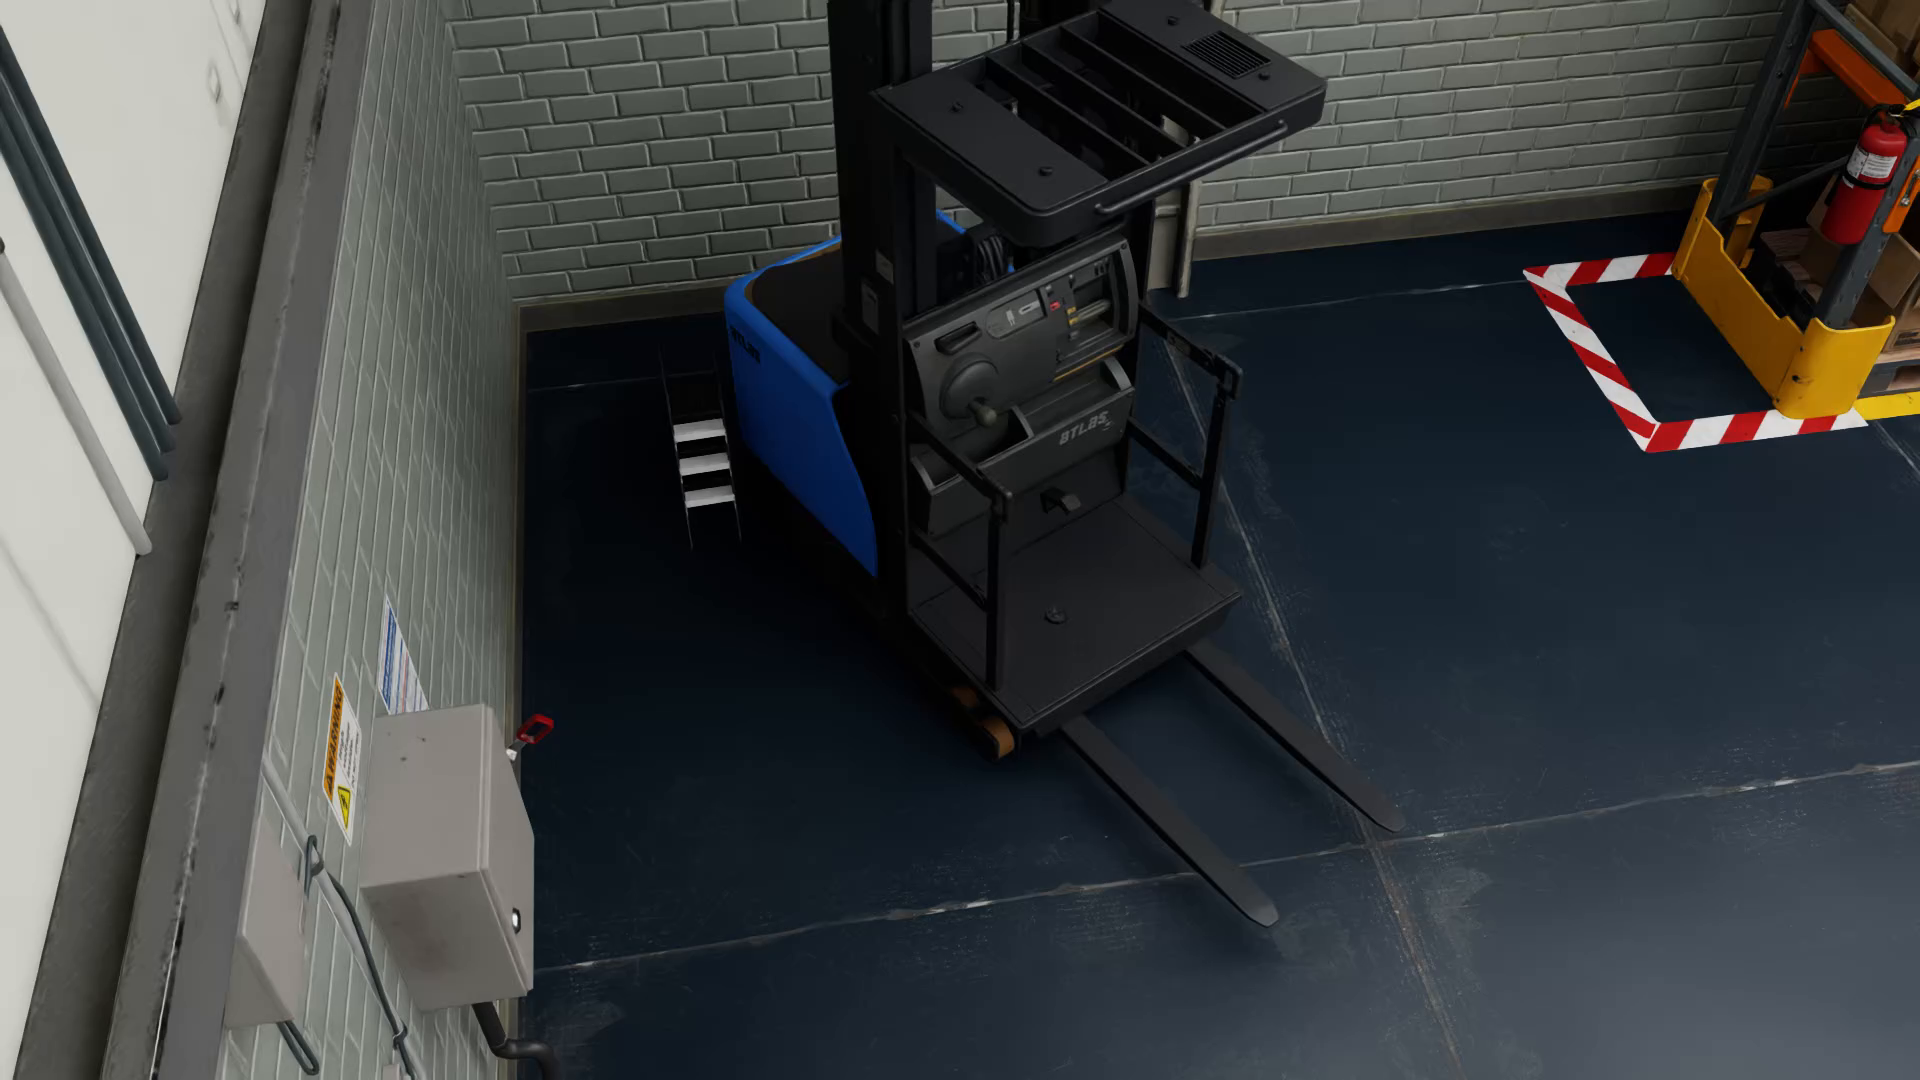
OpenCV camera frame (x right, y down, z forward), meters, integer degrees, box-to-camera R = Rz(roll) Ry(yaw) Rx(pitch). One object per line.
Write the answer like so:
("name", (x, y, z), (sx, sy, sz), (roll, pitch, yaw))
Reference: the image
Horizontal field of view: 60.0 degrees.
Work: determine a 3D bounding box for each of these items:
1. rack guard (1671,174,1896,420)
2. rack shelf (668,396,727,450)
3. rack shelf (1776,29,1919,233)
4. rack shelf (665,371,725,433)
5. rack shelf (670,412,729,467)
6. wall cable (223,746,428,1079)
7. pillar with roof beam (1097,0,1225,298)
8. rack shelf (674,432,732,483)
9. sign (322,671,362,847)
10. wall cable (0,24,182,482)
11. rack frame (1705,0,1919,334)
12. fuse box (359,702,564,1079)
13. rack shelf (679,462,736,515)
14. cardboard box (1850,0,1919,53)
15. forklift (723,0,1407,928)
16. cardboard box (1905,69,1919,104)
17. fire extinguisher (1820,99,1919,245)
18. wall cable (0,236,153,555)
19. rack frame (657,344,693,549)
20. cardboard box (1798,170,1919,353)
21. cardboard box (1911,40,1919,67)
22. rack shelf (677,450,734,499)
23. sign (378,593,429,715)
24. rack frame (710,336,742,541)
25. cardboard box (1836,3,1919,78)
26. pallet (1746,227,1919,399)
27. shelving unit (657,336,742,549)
("rack guard", (3.774, -1.143, 7.697), (0.348, 0.500, 1.175), (-7, 46, -7))
("rack shelf", (-1.040, -0.479, 6.576), (0.200, 0.077, 0.258), (-9, 47, -9))
("rack shelf", (5.670, -1.996, 7.283), (4.000, 0.370, 1.077), (-7, 46, -7))
("rack shelf", (-1.040, -0.542, 6.512), (0.200, 0.077, 0.258), (-9, 47, -9))
("rack shelf", (-1.040, -0.417, 6.641), (0.200, 0.077, 0.258), (-9, 47, -9))
("wall cable", (-1.257, 0.873, 3.314), (0.122, 1.984, 0.588), (-7, 46, -7))
("pillar with roof beam", (1.622, -1.336, 1.981), (0.400, 9.000, 9.100), (-7, 46, -7))
("rack shelf", (-1.040, -0.354, 6.706), (0.200, 0.077, 0.258), (-9, 47, -9))
("sign", (-1.412, 0.500, 3.805), (0.001, 0.242, 0.339), (-7, 46, -7))
("wall cable", (-1.571, -2.190, 2.779), (0.133, 3.039, 2.988), (-7, 46, -7))
("rack frame", (3.699, -2.000, 6.788), (0.127, 3.000, 1.000), (-7, 46, -7))
("fuse box", (-1.218, 1.169, 4.629), (0.414, 1.711, 0.539), (-7, 46, -7))
("rack shelf", (-1.040, -0.230, 6.836), (0.200, 0.077, 0.258), (-9, 47, -9))
("cardboard box", (4.107, -2.296, 6.970), (0.500, 0.250, 0.500), (-6, 46, -6))
("forklift", (0.357, -0.614, 5.499), (1.130, 2.935, 3.031), (-28, 52, -25))
("cardboard box", (4.070, -1.759, 6.729), (0.250, 0.149, 0.380), (-7, 47, -7))
("fire extinguisher", (3.633, -1.498, 6.616), (0.183, 0.674, 0.296), (-7, 46, -7))
("wall cable", (-1.134, -0.196, 0.883), (0.029, 3.000, 2.355), (-7, 46, -7))
("rack frame", (-1.139, -0.361, 6.666), (0.006, 0.900, 0.240), (-9, 47, -9))
("cardboard box", (4.318, -1.288, 7.543), (0.637, 0.503, 0.797), (-9, 47, -8))
("cardboard box", (4.192, -1.916, 6.604), (0.500, 0.250, 0.500), (-7, 46, -7))
("rack shelf", (-1.040, -0.292, 6.771), (0.200, 0.077, 0.258), (-9, 47, -9))
("sign", (-1.506, 0.430, 4.512), (0.001, 0.494, 0.329), (-7, 46, -7))
("rack frame", (-0.941, -0.394, 6.698), (0.006, 0.900, 0.240), (-9, 47, -9))
("cardboard box", (3.980, -2.144, 7.101), (0.250, 0.149, 0.380), (-8, 47, -7))
("pallet", (4.559, -1.141, 7.896), (1.213, 0.211, 1.003), (-7, 46, -7))
("shelving unit", (-1.040, -0.378, 6.682), (0.210, 0.900, 0.258), (-9, 47, -9))
